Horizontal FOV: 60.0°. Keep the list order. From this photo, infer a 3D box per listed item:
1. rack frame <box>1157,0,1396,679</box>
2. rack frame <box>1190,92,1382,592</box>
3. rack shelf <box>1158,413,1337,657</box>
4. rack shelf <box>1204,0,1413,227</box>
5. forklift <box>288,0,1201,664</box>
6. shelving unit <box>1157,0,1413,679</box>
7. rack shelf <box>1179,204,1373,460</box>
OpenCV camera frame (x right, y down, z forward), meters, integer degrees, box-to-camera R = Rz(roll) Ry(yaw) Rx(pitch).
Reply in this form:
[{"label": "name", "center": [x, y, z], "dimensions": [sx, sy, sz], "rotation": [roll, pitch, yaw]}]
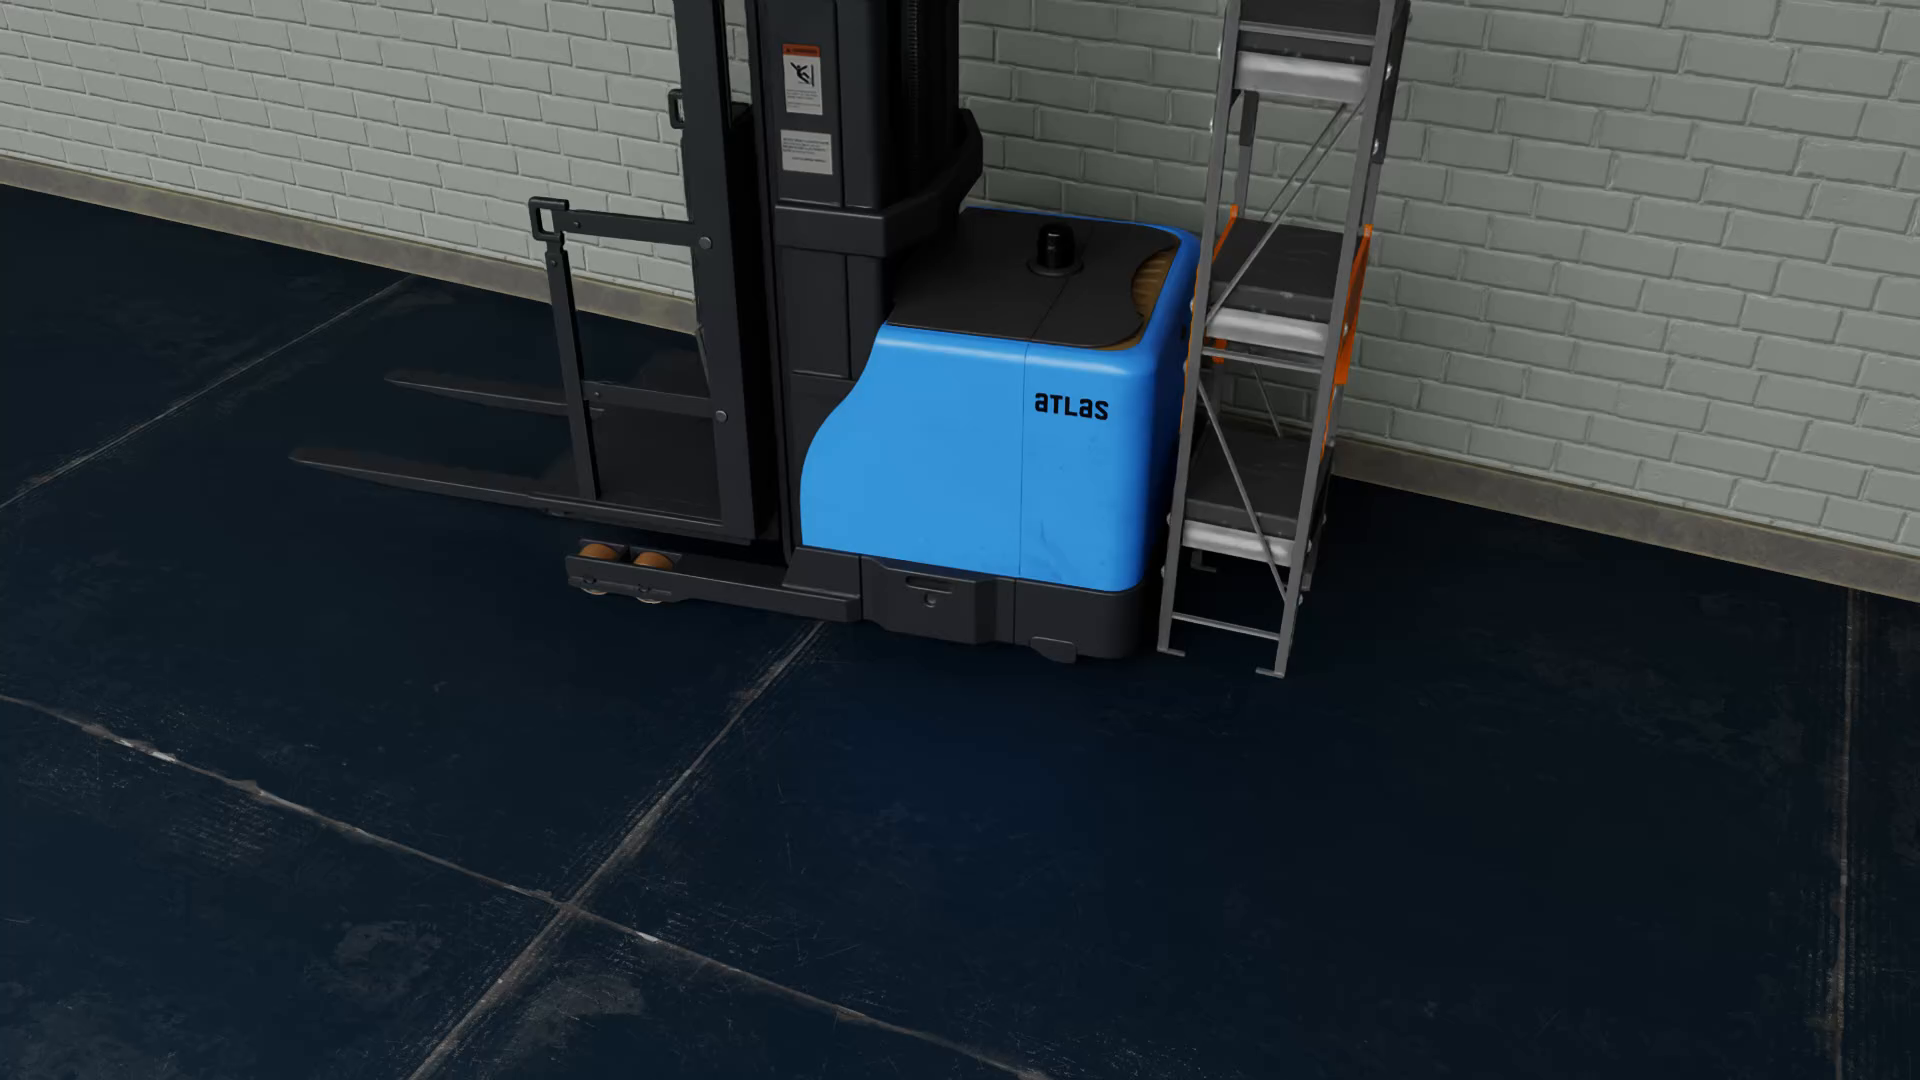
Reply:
[{"label": "rack frame", "center": [0.829, -0.490, 4.573], "dimensions": [0.400, 2.100, 0.015], "rotation": [12, 35, 15]}, {"label": "rack frame", "center": [0.987, -0.744, 4.959], "dimensions": [0.400, 2.100, 0.015], "rotation": [12, 35, 15]}, {"label": "rack shelf", "center": [0.893, -0.023, 5.162], "dimensions": [0.431, 0.518, 0.480], "rotation": [12, 35, 15]}, {"label": "rack shelf", "center": [0.922, -1.187, 4.385], "dimensions": [0.431, 0.518, 0.480], "rotation": [12, 35, 15]}, {"label": "forklift", "center": [-0.791, -1.286, 5.038], "dimensions": [3.031, 2.935, 1.130], "rotation": [9, 34, 13]}, {"label": "shelving unit", "center": [0.908, -0.617, 4.766], "dimensions": [0.431, 2.100, 0.503], "rotation": [12, 35, 15]}, {"label": "rack shelf", "center": [0.908, -0.605, 4.773], "dimensions": [0.431, 0.518, 0.480], "rotation": [12, 35, 15]}]
